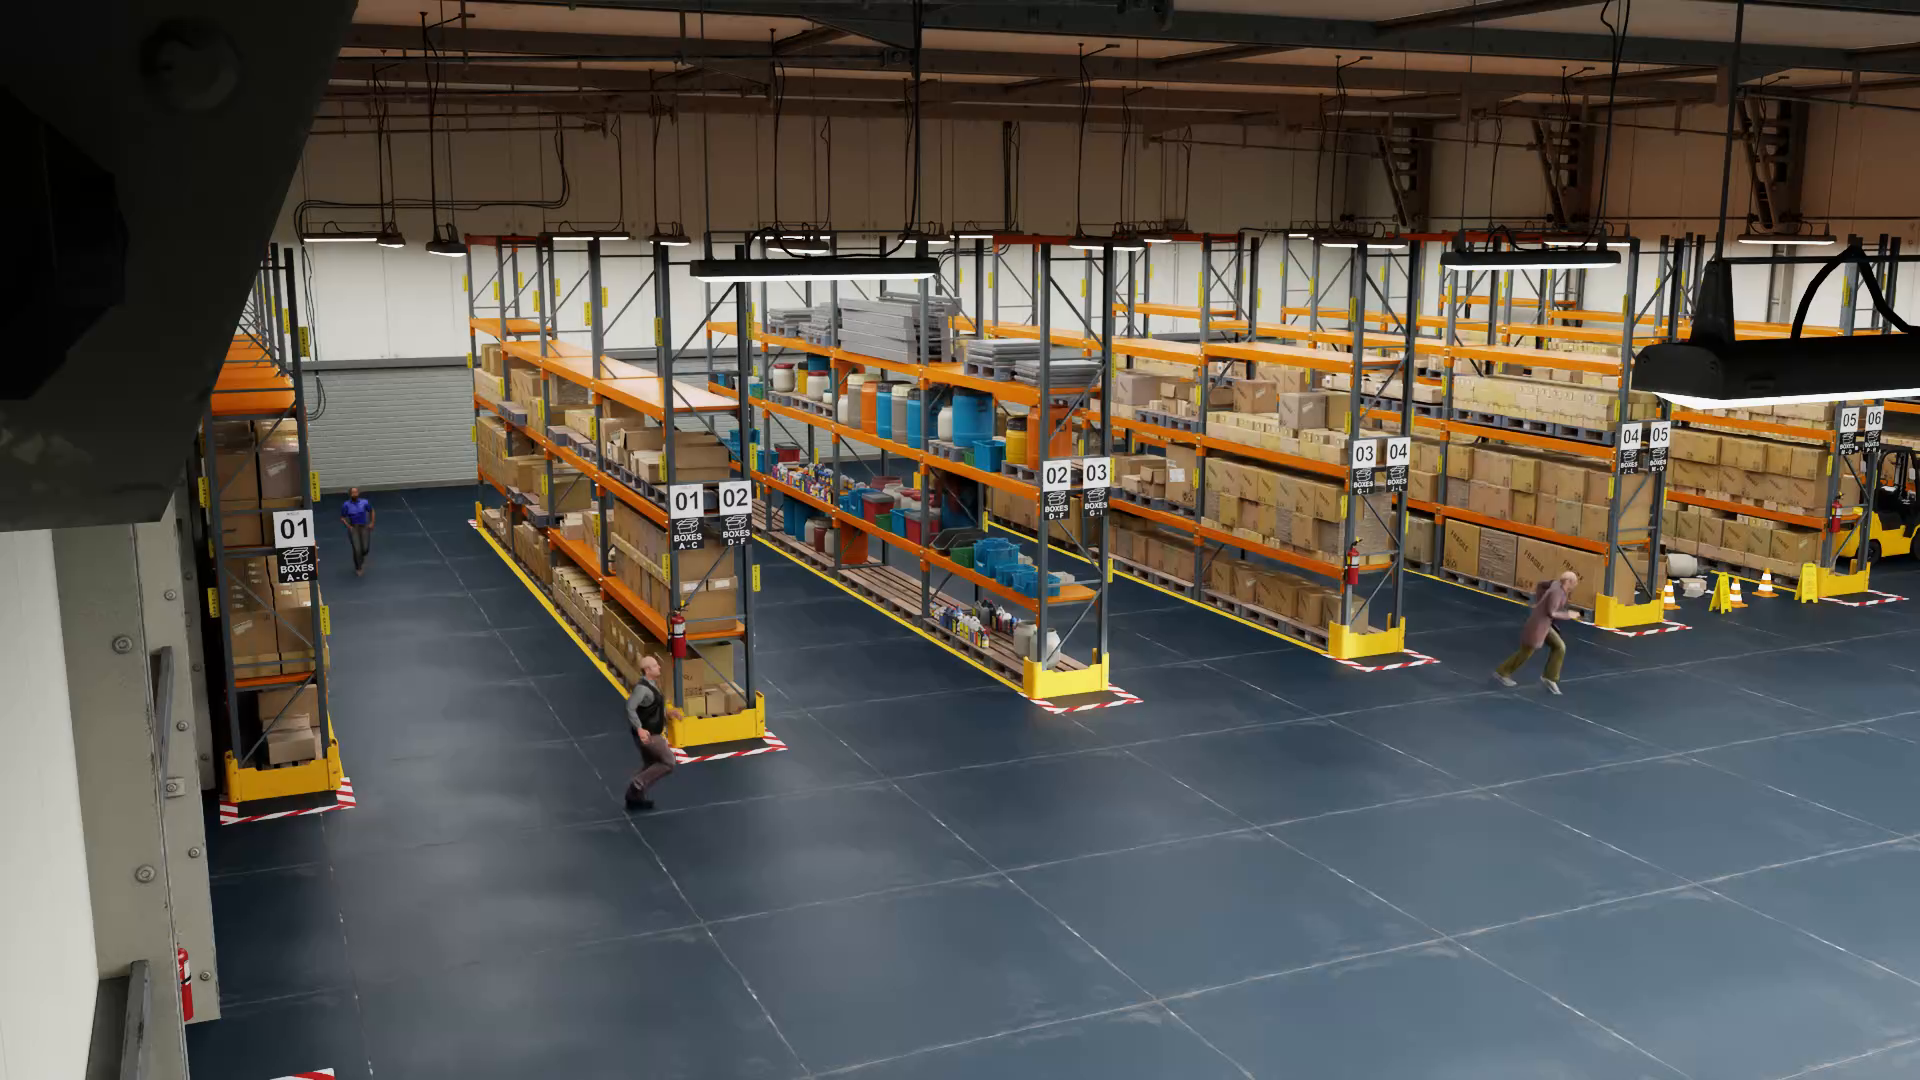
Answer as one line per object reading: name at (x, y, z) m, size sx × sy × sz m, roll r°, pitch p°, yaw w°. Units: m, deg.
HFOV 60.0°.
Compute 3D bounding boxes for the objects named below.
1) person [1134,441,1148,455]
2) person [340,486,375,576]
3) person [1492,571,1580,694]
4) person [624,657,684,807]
person at (4.502, -2.478, 41.627) m, size 0.677 × 1.758 × 0.613 m, roll 3°, pitch 11°, yaw 14°
person at (-10.770, -0.165, 29.782) m, size 0.591 × 1.618 × 0.603 m, roll -5°, pitch 12°, yaw -23°
person at (7.794, 1.244, 22.478) m, size 1.072 × 1.736 × 0.753 m, roll 4°, pitch 12°, yaw 21°
person at (-3.321, 2.080, 17.968) m, size 0.665 × 1.675 × 0.644 m, roll -1°, pitch 11°, yaw -5°
